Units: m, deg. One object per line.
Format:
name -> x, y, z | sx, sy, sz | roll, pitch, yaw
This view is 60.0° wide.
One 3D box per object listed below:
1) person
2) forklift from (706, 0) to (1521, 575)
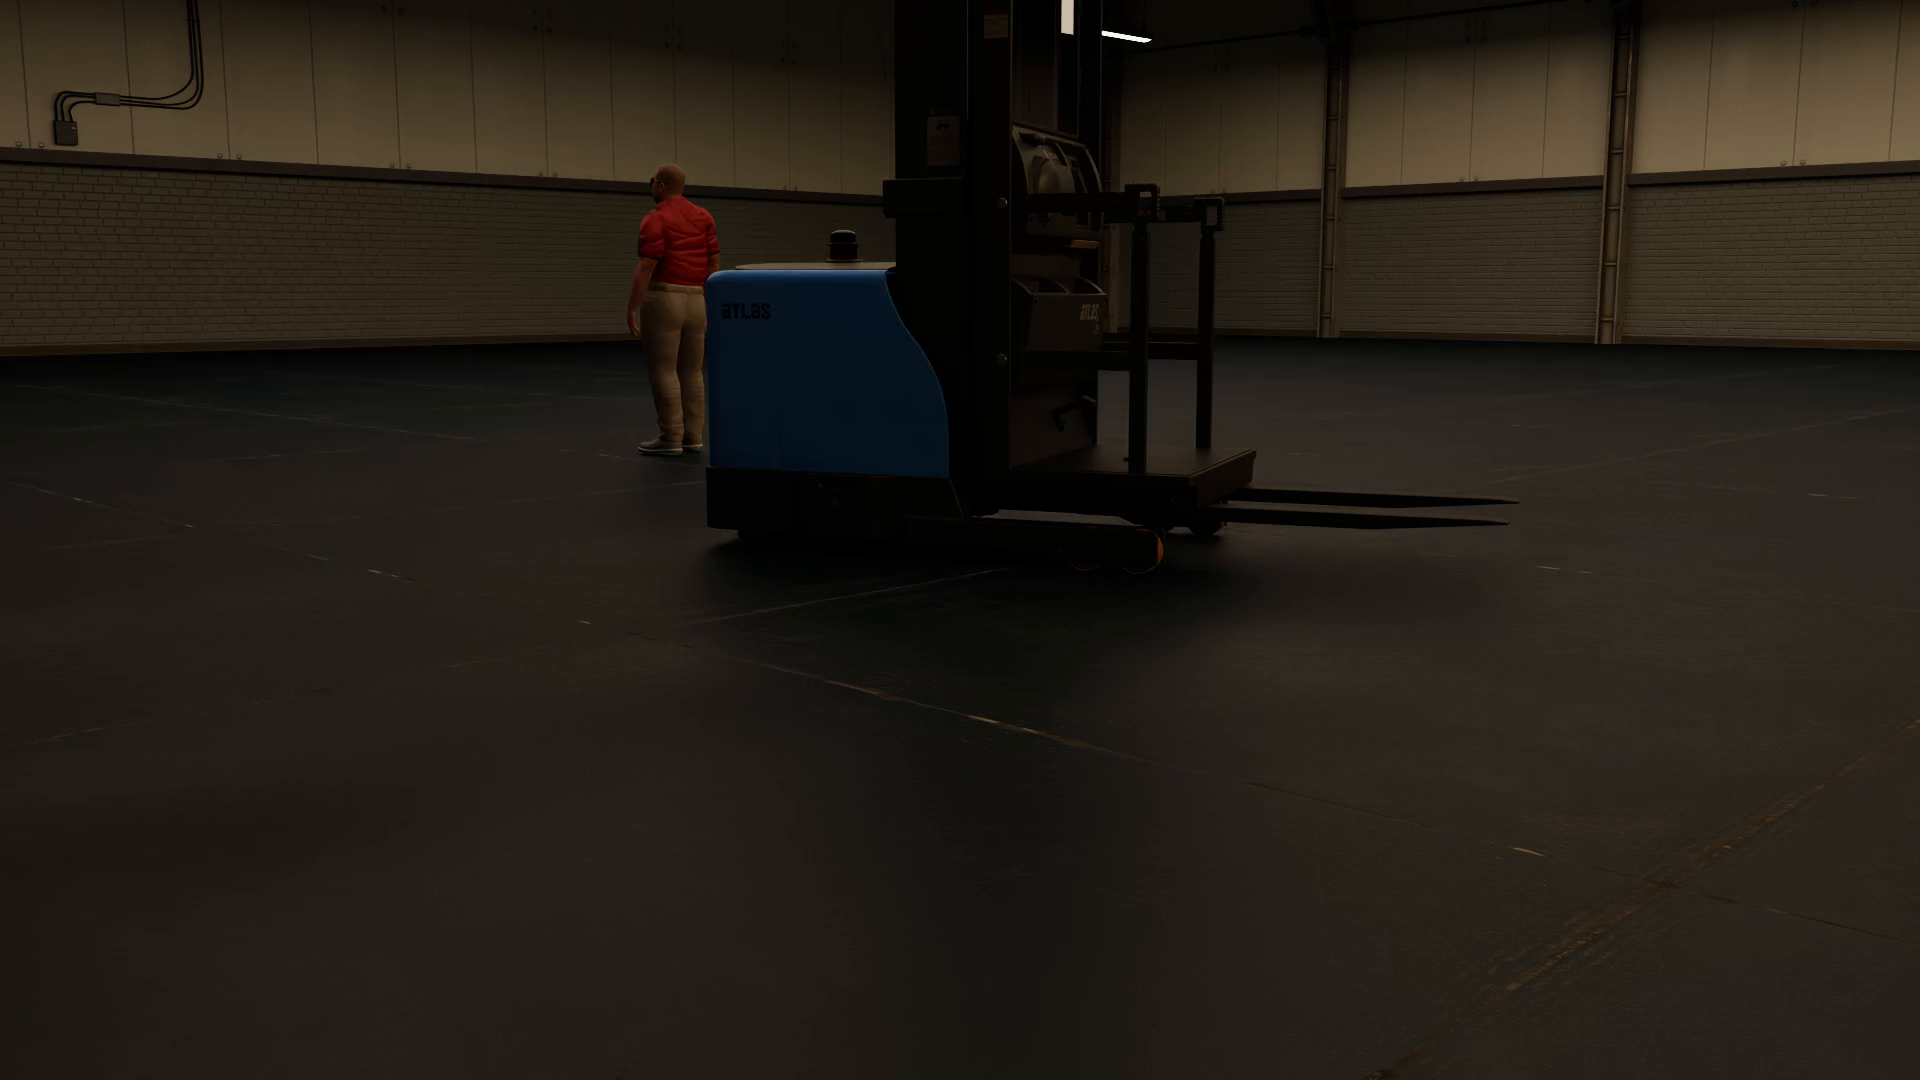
person -> -1.796, -1.389, 10.091 | 0.551, 1.727, 0.640 | 7, 11, 40
forklift -> 0.565, -1.416, 6.275 | 3.031, 2.935, 1.130 | 3, 9, 22
